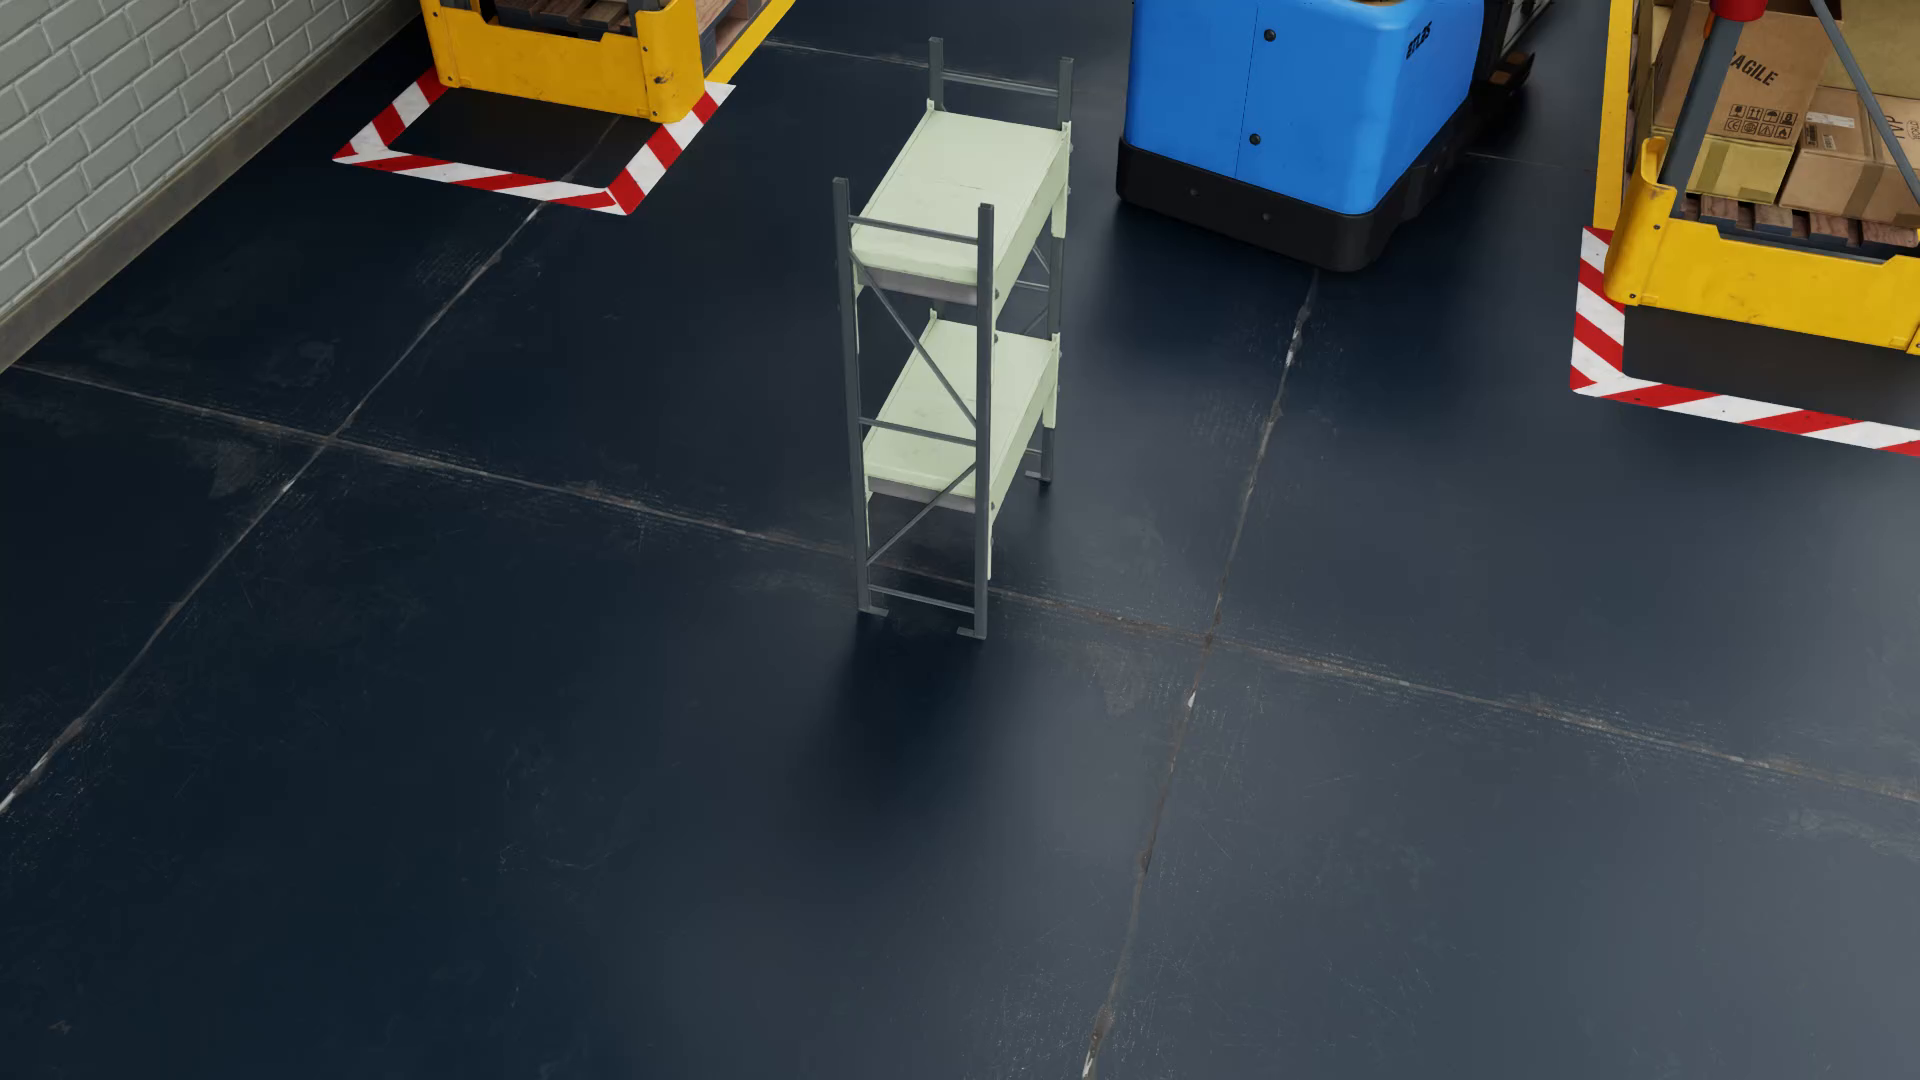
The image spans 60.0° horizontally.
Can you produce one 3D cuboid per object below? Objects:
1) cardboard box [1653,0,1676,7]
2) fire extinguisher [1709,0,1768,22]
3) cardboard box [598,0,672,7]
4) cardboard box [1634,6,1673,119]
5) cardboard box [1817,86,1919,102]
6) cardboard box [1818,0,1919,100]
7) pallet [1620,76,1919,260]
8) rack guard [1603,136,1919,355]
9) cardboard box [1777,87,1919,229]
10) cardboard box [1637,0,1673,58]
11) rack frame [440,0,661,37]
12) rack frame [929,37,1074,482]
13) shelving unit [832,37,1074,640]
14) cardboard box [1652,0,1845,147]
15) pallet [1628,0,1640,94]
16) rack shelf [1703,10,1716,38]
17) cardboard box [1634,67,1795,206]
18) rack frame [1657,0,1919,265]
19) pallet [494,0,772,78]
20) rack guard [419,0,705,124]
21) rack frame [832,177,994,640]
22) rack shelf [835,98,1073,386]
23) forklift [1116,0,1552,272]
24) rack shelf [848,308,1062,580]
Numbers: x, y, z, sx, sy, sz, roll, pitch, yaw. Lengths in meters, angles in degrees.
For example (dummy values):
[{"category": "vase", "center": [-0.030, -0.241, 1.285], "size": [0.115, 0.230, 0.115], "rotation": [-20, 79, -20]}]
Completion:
[{"category": "cardboard box", "center": [3.164, -2.494, 6.783], "size": [0.500, 0.500, 0.500], "rotation": [13, 46, 13]}, {"category": "fire extinguisher", "center": [2.518, -1.960, 5.164], "size": [0.296, 0.674, 0.183], "rotation": [13, 46, 13]}, {"category": "cardboard box", "center": [-1.431, -2.653, 7.425], "size": [0.500, 0.311, 0.500], "rotation": [8, 45, 8]}, {"category": "cardboard box", "center": [3.017, -1.891, 6.704], "size": [0.500, 0.250, 0.500], "rotation": [13, 46, 13]}, {"category": "cardboard box", "center": [3.519, -1.780, 6.590], "size": [0.500, 0.250, 0.500], "rotation": [13, 46, 13]}, {"category": "cardboard box", "center": [3.520, -2.048, 6.327], "size": [0.500, 0.500, 0.500], "rotation": [13, 46, 13]}, {"category": "pallet", "center": [3.188, -1.490, 6.622], "size": [1.003, 0.211, 1.213], "rotation": [13, 46, 13]}, {"category": "rack guard", "center": [2.989, -1.059, 5.975], "size": [1.175, 0.500, 0.348], "rotation": [13, 46, 13]}, {"category": "cardboard box", "center": [3.371, -1.446, 6.249], "size": [0.500, 0.250, 0.500], "rotation": [13, 46, 13]}, {"category": "cardboard box", "center": [3.167, -2.225, 7.045], "size": [0.500, 0.250, 0.500], "rotation": [13, 46, 13]}, {"category": "rack frame", "center": [-1.726, -3.015, 6.186], "size": [1.000, 3.000, 0.127], "rotation": [13, 46, 13]}, {"category": "rack frame", "center": [0.109, -0.776, 4.970], "size": [0.400, 1.500, 0.023], "rotation": [13, 46, 12]}, {"category": "shelving unit", "center": [-0.002, -0.532, 4.721], "size": [0.431, 1.500, 0.755], "rotation": [13, 46, 12]}, {"category": "cardboard box", "center": [2.875, -1.824, 6.099], "size": [0.500, 0.500, 0.500], "rotation": [13, 46, 13]}, {"category": "pallet", "center": [3.559, -2.301, 7.450], "size": [1.003, 0.211, 1.213], "rotation": [13, 46, 13]}, {"category": "rack shelf", "center": [3.602, -3.044, 6.731], "size": [1.077, 0.370, 4.000], "rotation": [13, 46, 13]}, {"category": "cardboard box", "center": [2.877, -1.556, 6.361], "size": [0.500, 0.250, 0.500], "rotation": [13, 46, 13]}, {"category": "rack frame", "center": [2.996, -1.968, 5.117], "size": [1.000, 3.000, 0.127], "rotation": [13, 46, 13]}, {"category": "pallet", "center": [-1.423, -2.603, 7.759], "size": [1.003, 0.211, 1.213], "rotation": [13, 46, 13]}, {"category": "rack guard", "center": [-1.703, -2.172, 7.112], "size": [1.175, 0.500, 0.348], "rotation": [13, 46, 13]}, {"category": "rack frame", "center": [-0.113, -0.288, 4.472], "size": [0.400, 1.500, 0.023], "rotation": [13, 46, 12]}, {"category": "rack shelf", "center": [-0.002, -0.811, 4.448], "size": [0.431, 0.370, 0.720], "rotation": [13, 46, 12]}, {"category": "forklift", "center": [1.831, -3.049, 6.270], "size": [1.130, 2.935, 3.031], "rotation": [24, 49, 23]}, {"category": "rack shelf", "center": [-0.002, -0.299, 4.949], "size": [0.431, 0.370, 0.720], "rotation": [13, 46, 12]}]
